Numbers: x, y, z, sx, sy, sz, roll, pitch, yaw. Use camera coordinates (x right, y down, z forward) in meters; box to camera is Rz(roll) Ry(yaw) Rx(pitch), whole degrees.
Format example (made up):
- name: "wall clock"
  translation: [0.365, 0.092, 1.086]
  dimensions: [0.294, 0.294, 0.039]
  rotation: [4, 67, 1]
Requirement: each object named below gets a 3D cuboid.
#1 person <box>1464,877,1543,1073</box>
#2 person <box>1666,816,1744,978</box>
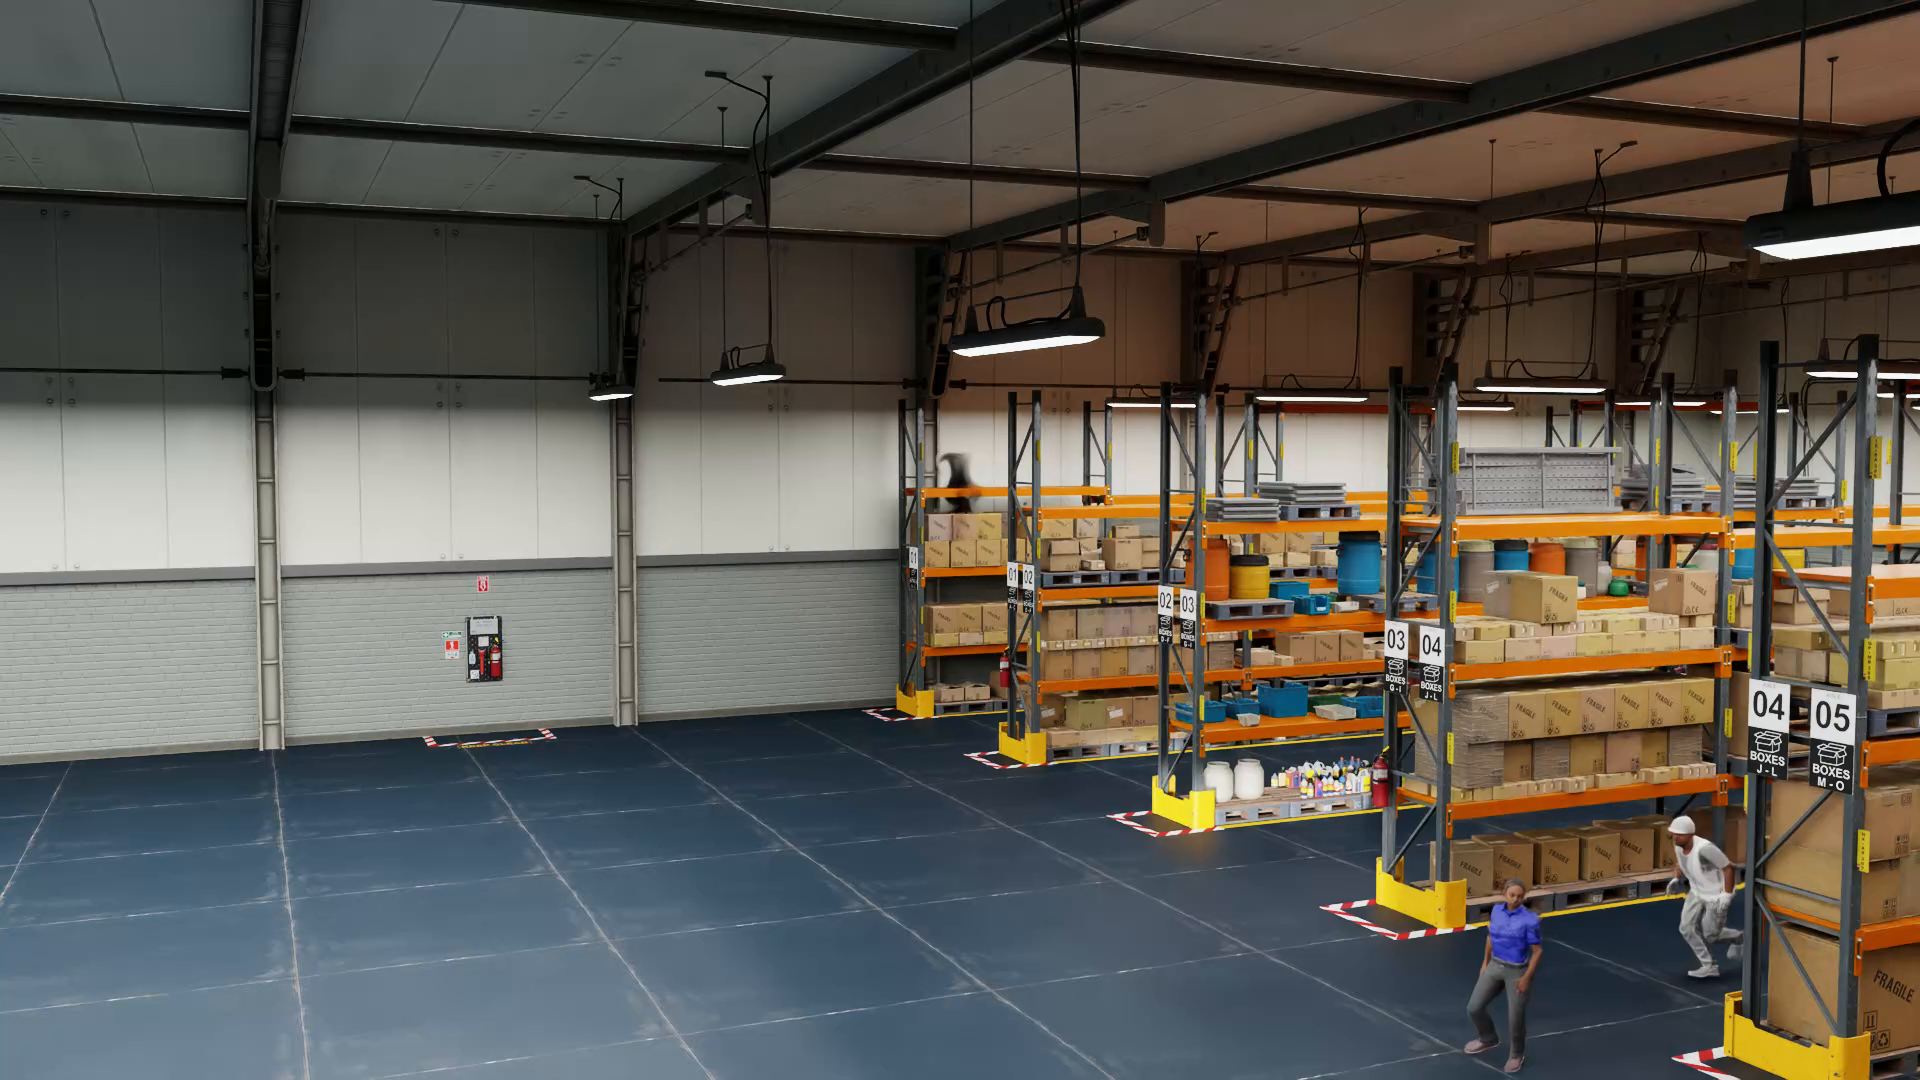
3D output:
- name: "person"
  translation: [4.435, 3.567, 13.634]
  dimensions: [0.704, 1.637, 0.587]
  rotation: [3, 5, 43]
- name: "person"
  translation: [7.241, 3.429, 16.017]
  dimensions: [1.007, 1.593, 0.691]
  rotation: [-1, 4, -20]
